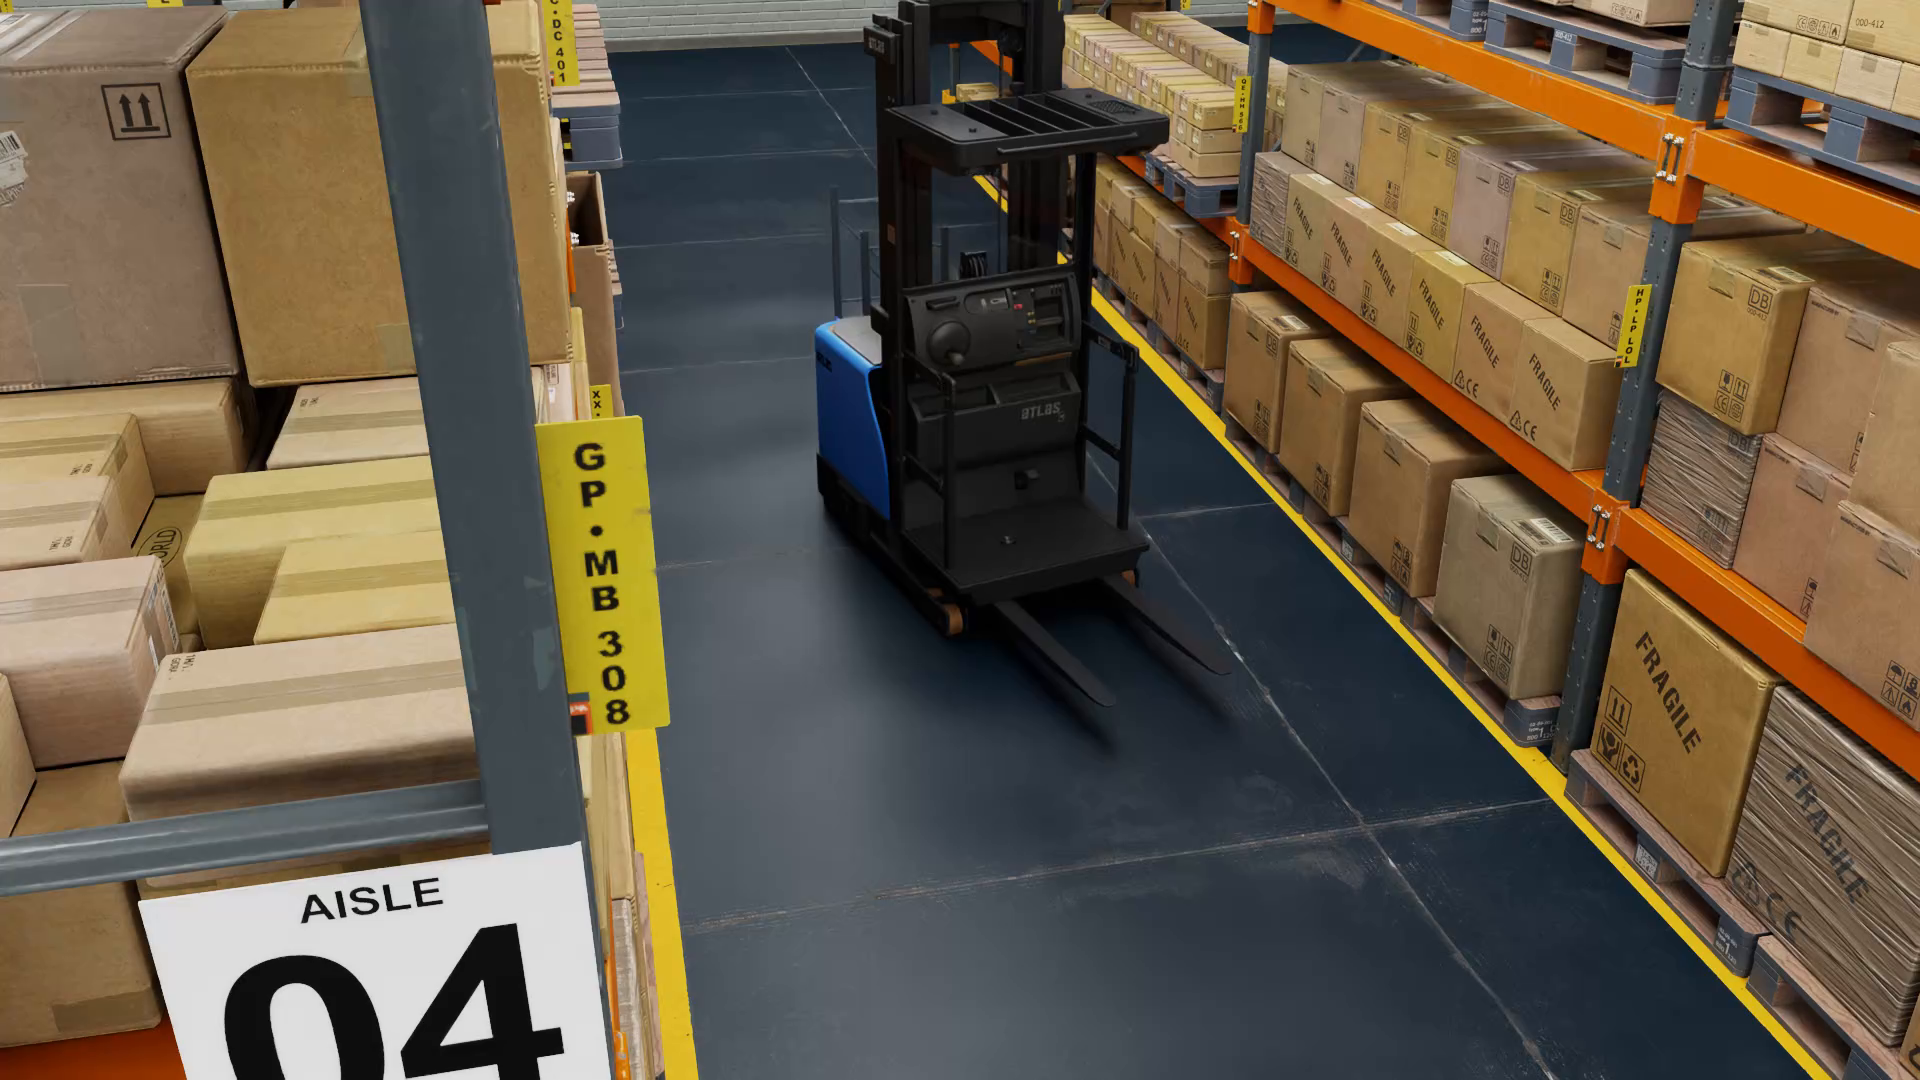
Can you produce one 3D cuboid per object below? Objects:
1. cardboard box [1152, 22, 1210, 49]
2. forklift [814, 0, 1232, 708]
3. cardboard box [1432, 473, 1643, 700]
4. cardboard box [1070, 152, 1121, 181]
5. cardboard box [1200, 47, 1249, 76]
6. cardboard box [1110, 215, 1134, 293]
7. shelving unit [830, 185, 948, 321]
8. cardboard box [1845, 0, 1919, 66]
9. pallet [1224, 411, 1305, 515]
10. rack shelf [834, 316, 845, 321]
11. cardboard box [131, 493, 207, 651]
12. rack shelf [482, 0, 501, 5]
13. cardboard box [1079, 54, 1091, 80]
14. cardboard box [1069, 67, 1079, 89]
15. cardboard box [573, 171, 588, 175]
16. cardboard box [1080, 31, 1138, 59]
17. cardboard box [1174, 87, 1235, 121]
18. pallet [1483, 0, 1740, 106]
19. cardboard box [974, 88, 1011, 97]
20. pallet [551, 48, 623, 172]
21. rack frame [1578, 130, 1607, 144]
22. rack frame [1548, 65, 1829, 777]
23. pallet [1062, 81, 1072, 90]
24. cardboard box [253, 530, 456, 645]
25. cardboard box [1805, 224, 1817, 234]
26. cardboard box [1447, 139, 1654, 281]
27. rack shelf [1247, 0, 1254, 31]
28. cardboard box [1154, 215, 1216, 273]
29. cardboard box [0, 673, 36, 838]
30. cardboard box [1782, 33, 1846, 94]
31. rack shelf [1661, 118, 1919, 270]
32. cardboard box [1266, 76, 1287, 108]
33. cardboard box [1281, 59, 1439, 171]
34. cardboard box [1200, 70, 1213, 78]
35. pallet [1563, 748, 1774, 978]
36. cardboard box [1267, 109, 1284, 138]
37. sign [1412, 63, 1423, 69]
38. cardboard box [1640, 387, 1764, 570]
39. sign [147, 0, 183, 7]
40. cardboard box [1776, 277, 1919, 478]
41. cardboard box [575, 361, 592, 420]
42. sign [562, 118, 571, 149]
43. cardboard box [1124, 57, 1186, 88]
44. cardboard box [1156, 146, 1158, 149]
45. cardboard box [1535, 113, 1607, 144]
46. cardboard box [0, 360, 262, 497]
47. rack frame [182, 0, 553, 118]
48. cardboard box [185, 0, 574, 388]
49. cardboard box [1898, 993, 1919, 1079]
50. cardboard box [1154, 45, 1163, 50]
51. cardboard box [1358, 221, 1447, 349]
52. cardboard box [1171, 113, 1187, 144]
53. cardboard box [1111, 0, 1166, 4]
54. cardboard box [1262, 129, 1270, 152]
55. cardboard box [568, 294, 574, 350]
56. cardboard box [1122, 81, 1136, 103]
[{"bbox_3d":[1.689,-3.856,12.713,0.380,0.149,0.250,-7,28,-13],"label":"cardboard box"},{"bbox_3d":[0.274,-1.056,8.089,1.130,2.935,3.031,-12,29,-23],"label":"forklift"},{"bbox_3d":[2.866,0.163,7.630,1.050,0.750,0.750,-6,27,-12],"label":"cardboard box"},{"bbox_3d":[1.199,-2.958,13.257,0.500,0.250,0.500,-7,28,-14],"label":"cardboard box"},{"bbox_3d":[1.926,-3.397,11.804,0.380,0.149,0.250,-6,27,-12],"label":"cardboard box"},{"bbox_3d":[1.450,-2.162,12.513,0.500,0.500,0.500,-5,27,-11],"label":"cardboard box"},{"bbox_3d":[-0.436,-1.317,10.195,0.538,1.500,1.048,-6,27,-12],"label":"shelving unit"},{"bbox_3d":[3.046,-1.563,4.949,0.500,0.250,0.500,-6,27,-12],"label":"cardboard box"},{"bbox_3d":[2.296,-0.548,10.102,1.003,0.211,1.213,-6,27,-12],"label":"pallet"},{"bbox_3d":[-0.436,-1.156,10.276,0.538,0.185,1.000,-6,27,-12],"label":"rack shelf"},{"bbox_3d":[-1.332,0.148,2.466,0.500,0.250,0.500,-6,27,-11],"label":"cardboard box"},{"bbox_3d":[-1.311,-1.409,2.857,1.077,0.370,4.000,-6,27,-12],"label":"rack shelf"},{"bbox_3d":[1.109,-3.550,12.438,0.380,0.149,0.250,-7,28,-14],"label":"cardboard box"},{"bbox_3d":[1.052,-3.527,12.722,0.380,0.149,0.250,-6,27,-11],"label":"cardboard box"},{"bbox_3d":[-3.401,-2.404,12.575,1.225,0.875,0.875,-6,27,-11],"label":"cardboard box"},{"bbox_3d":[1.109,-3.680,12.364,0.380,0.149,0.250,-6,27,-12],"label":"cardboard box"},{"bbox_3d":[1.580,-2.767,10.555,0.380,0.149,0.250,-6,27,-12],"label":"cardboard box"},{"bbox_3d":[2.839,-2.042,6.850,0.805,0.209,1.217,-7,28,-14],"label":"pallet"},{"bbox_3d":[0.355,-4.466,16.807,0.380,0.149,0.250,-5,27,-11],"label":"cardboard box"},{"bbox_3d":[-1.797,-1.469,5.710,1.213,0.211,1.003,-6,27,-12],"label":"pallet"},{"bbox_3d":[6.090,-4.450,14.737,1.000,3.000,0.127,-6,27,-12],"label":"rack frame"},{"bbox_3d":[3.093,-0.391,6.695,1.000,3.000,0.127,-6,27,-12],"label":"rack frame"},{"bbox_3d":[1.321,-3.467,13.003,1.003,0.211,1.213,-6,27,-12],"label":"pallet"},{"bbox_3d":[-0.661,0.106,2.105,0.380,0.149,0.250,-5,27,-10],"label":"cardboard box"},{"bbox_3d":[6.917,-2.244,12.260,0.875,0.875,0.875,-6,27,-12],"label":"cardboard box"},{"bbox_3d":[2.744,-1.547,7.765,0.700,0.500,0.500,-6,27,-11],"label":"cardboard box"},{"bbox_3d":[1.741,-4.043,11.400,1.077,0.370,4.000,-6,27,-12],"label":"rack shelf"},{"bbox_3d":[1.658,-2.047,11.453,0.500,0.250,0.500,-6,27,-11],"label":"cardboard box"},{"bbox_3d":[-1.227,0.284,1.753,0.380,0.149,0.250,-6,27,-12],"label":"cardboard box"},{"bbox_3d":[2.904,-1.542,5.349,0.380,0.149,0.250,-6,27,-11],"label":"cardboard box"},{"bbox_3d":[3.544,-0.531,4.442,1.077,0.370,4.000,-6,27,-12],"label":"rack shelf"},{"bbox_3d":[2.162,-2.936,10.891,0.380,0.149,0.250,-6,27,-12],"label":"cardboard box"},{"bbox_3d":[2.283,-2.440,9.534,0.700,0.500,0.500,-6,27,-12],"label":"cardboard box"},{"bbox_3d":[1.922,-3.271,11.884,0.380,0.149,0.250,-5,27,-10],"label":"cardboard box"},{"bbox_3d":[3.188,1.196,6.647,1.003,0.211,1.213,-6,27,-12],"label":"pallet"},{"bbox_3d":[2.215,-2.706,10.766,0.380,0.149,0.250,-5,27,-9],"label":"cardboard box"},{"bbox_3d":[2.732,-2.722,10.028,0.100,0.325,0.005,-6,27,-12],"label":"sign"},{"bbox_3d":[3.188,-0.297,6.343,0.875,0.550,0.550,-6,27,-12],"label":"cardboard box"},{"bbox_3d":[-2.302,-1.619,4.790,0.100,0.325,0.005,-6,27,-12],"label":"sign"},{"bbox_3d":[3.380,-0.545,5.636,0.875,0.550,0.550,-6,27,-12],"label":"cardboard box"},{"bbox_3d":[-1.279,-0.166,4.700,0.500,0.500,0.500,-6,27,-12],"label":"cardboard box"},{"bbox_3d":[-2.137,-2.228,9.139,0.100,0.325,0.005,-6,27,-12],"label":"sign"},{"bbox_3d":[1.345,-3.224,11.462,0.380,0.149,0.250,-5,27,-9],"label":"cardboard box"},{"bbox_3d":[1.468,-2.724,11.131,0.380,0.149,0.250,-6,27,-12],"label":"cardboard box"},{"bbox_3d":[6.053,-3.780,15.788,0.875,0.438,0.875,-6,27,-12],"label":"cardboard box"},{"bbox_3d":[-1.354,-0.180,2.673,0.380,0.149,0.250,-6,27,-11],"label":"cardboard box"},{"bbox_3d":[-1.762,-2.610,4.434,1.000,3.000,0.127,-6,27,-12],"label":"rack frame"},{"bbox_3d":[-0.932,-0.594,2.774,0.500,0.500,0.500,-6,27,-12],"label":"cardboard box"},{"bbox_3d":[3.577,1.449,4.942,0.875,0.875,0.875,-6,27,-12],"label":"cardboard box"},{"bbox_3d":[1.686,-3.732,12.797,0.380,0.149,0.250,-5,27,-9],"label":"cardboard box"},{"bbox_3d":[2.371,-1.304,8.393,0.500,0.500,0.500,-6,27,-12],"label":"cardboard box"},{"bbox_3d":[1.575,-2.643,10.639,0.380,0.149,0.250,-5,27,-10],"label":"cardboard box"},{"bbox_3d":[1.426,-4.749,13.780,0.500,0.500,0.500,-5,27,-10],"label":"cardboard box"},{"bbox_3d":[2.166,-2.675,11.034,0.380,0.149,0.250,-5,27,-9],"label":"cardboard box"},{"bbox_3d":[-1.177,-0.577,3.901,0.500,0.250,0.500,-6,27,-12],"label":"cardboard box"},{"bbox_3d":[1.344,-3.092,11.529,0.380,0.149,0.250,-5,27,-10],"label":"cardboard box"}]
